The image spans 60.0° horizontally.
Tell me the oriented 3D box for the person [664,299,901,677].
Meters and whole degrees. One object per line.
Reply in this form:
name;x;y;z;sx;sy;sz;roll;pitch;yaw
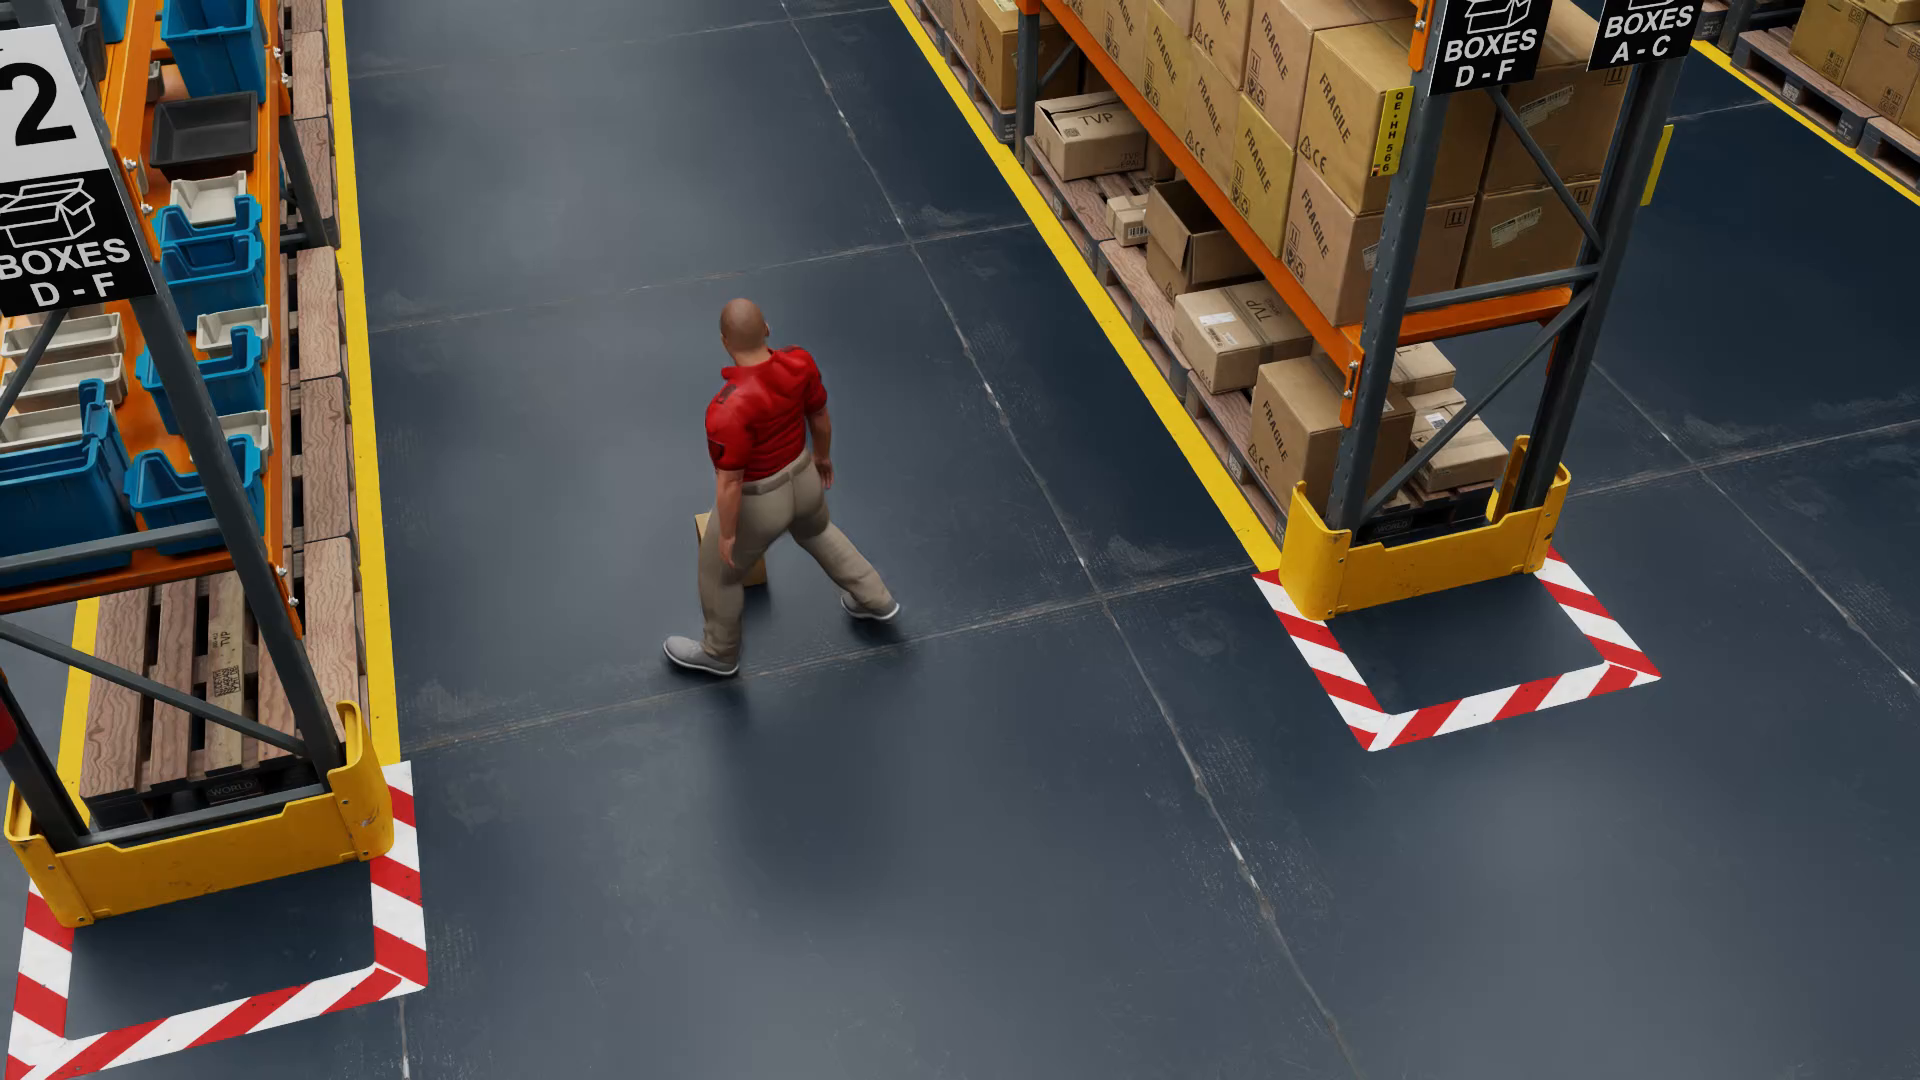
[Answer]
person;-0.728;-0.197;6.399;0.729;1.700;0.770;27;49;27
